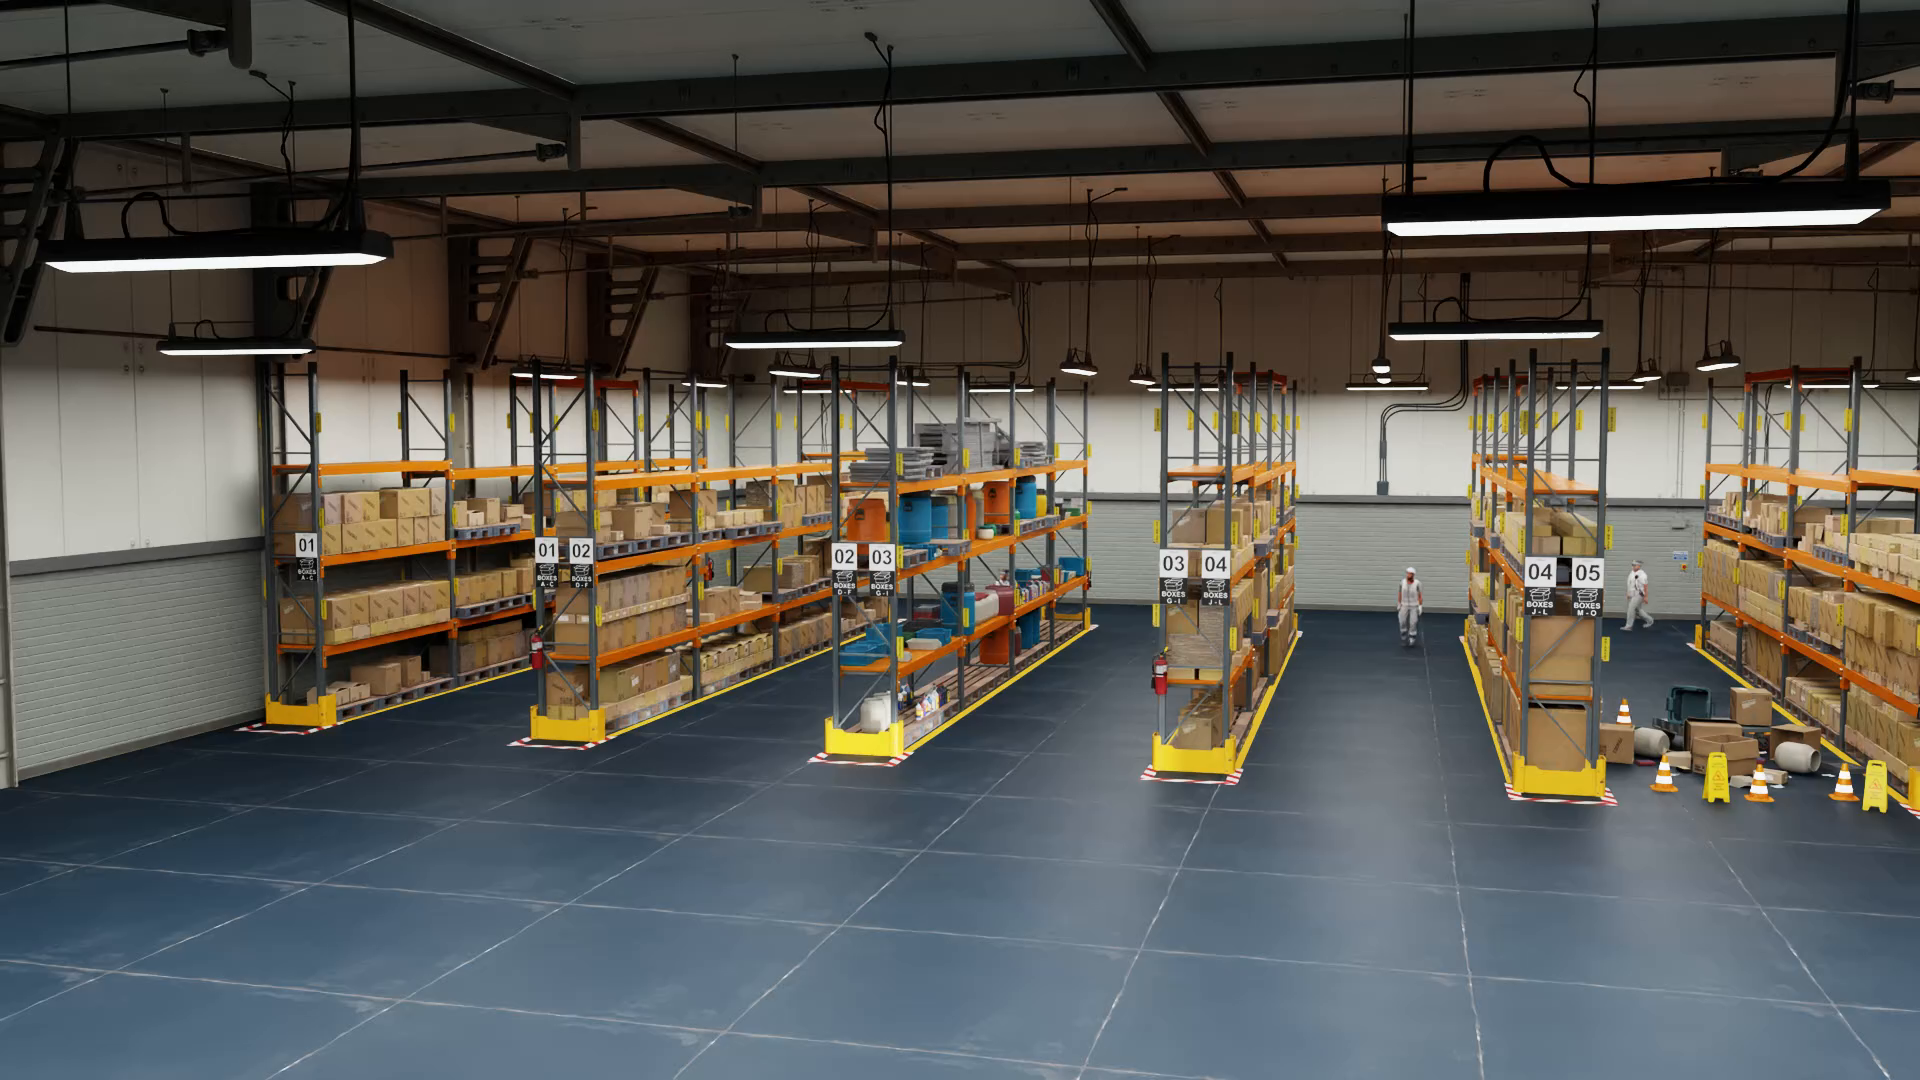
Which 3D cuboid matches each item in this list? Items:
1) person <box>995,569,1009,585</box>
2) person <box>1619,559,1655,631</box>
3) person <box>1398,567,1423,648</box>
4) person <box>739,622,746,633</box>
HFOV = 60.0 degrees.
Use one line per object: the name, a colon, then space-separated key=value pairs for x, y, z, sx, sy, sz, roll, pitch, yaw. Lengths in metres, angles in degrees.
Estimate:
person: x=0.960 y=1.467 z=38.440 sx=0.502 sy=1.632 sz=0.919 roll=3 pitch=5 yaw=36
person: x=16.285 y=1.316 z=39.974 sx=0.986 sy=1.724 sz=0.525 roll=-1 pitch=4 yaw=-9
person: x=10.024 y=1.501 z=37.037 sx=0.562 sy=1.809 sz=0.493 roll=2 pitch=4 yaw=22
person: x=-4.818 y=1.501 z=38.147 sx=0.549 sy=1.646 sz=0.670 roll=1 pitch=4 yaw=17
